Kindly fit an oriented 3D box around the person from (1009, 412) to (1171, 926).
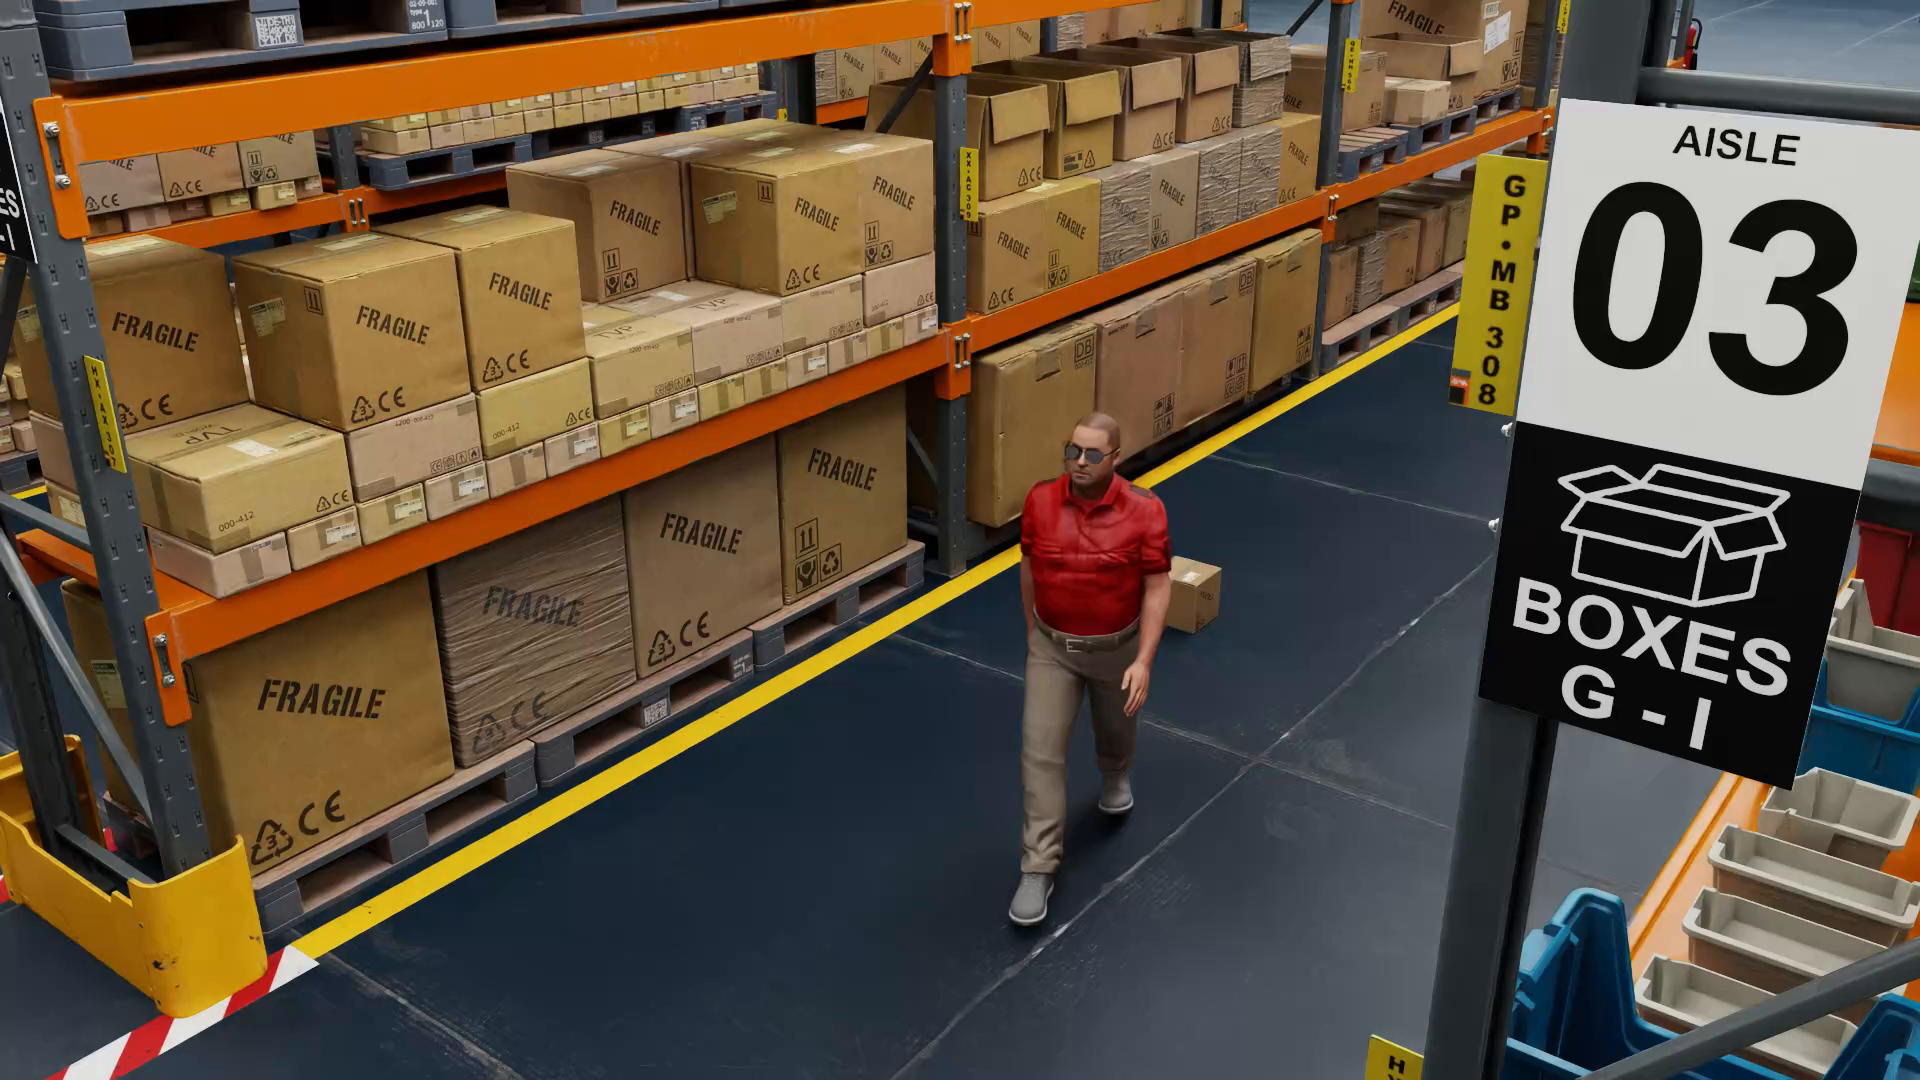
[{"bbox_3d":[0.439,0.381,5.721,0.544,1.663,1.060,5,24,12],"label":"person"}]
